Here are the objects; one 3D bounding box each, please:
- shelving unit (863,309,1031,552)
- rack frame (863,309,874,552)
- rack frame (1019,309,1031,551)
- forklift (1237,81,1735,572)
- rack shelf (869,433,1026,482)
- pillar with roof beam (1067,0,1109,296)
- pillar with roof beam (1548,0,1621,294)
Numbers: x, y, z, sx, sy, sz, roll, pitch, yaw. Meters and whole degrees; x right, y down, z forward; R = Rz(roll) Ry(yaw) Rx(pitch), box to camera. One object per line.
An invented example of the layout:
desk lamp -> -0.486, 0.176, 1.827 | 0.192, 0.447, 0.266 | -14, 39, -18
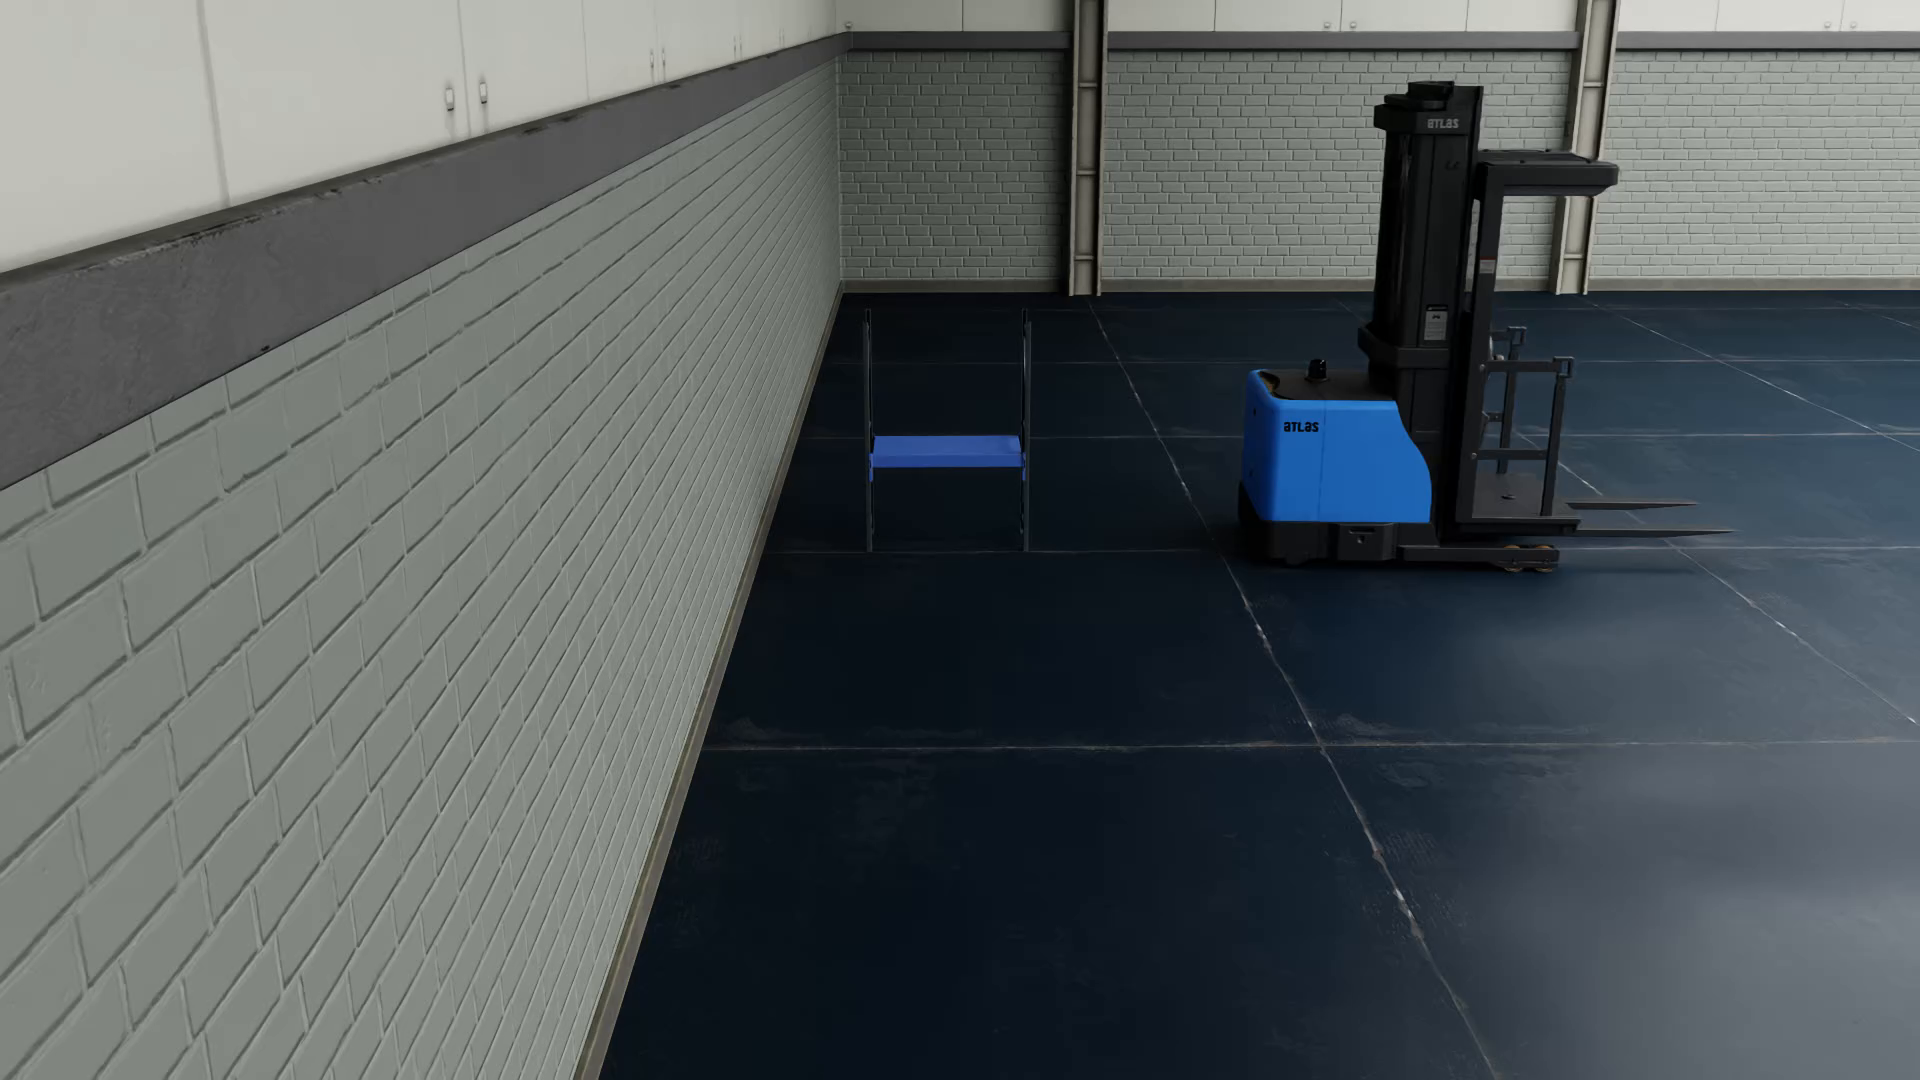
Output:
shelving unit -> -0.085, -0.714, 10.817 | 1.048, 1.500, 0.538 | 0, 18, -1
rack frame -> -0.594, -0.711, 10.810 | 0.032, 1.500, 0.500 | 0, 18, -1
rack frame -> 0.423, -0.716, 10.825 | 0.032, 1.500, 0.500 | 0, 18, -1
forklift -> 3.395, -1.358, 10.483 | 3.031, 2.935, 1.130 | 1, 18, 2
rack shelf -> -0.085, -0.542, 10.872 | 1.000, 0.185, 0.538 | 0, 18, -1
pillar with roof beam -> 1.595, -6.012, 15.055 | 0.400, 9.000, 9.100 | 0, 18, -1
pillar with roof beam -> 7.594, -6.040, 15.146 | 0.400, 9.000, 9.100 | 0, 18, -1
